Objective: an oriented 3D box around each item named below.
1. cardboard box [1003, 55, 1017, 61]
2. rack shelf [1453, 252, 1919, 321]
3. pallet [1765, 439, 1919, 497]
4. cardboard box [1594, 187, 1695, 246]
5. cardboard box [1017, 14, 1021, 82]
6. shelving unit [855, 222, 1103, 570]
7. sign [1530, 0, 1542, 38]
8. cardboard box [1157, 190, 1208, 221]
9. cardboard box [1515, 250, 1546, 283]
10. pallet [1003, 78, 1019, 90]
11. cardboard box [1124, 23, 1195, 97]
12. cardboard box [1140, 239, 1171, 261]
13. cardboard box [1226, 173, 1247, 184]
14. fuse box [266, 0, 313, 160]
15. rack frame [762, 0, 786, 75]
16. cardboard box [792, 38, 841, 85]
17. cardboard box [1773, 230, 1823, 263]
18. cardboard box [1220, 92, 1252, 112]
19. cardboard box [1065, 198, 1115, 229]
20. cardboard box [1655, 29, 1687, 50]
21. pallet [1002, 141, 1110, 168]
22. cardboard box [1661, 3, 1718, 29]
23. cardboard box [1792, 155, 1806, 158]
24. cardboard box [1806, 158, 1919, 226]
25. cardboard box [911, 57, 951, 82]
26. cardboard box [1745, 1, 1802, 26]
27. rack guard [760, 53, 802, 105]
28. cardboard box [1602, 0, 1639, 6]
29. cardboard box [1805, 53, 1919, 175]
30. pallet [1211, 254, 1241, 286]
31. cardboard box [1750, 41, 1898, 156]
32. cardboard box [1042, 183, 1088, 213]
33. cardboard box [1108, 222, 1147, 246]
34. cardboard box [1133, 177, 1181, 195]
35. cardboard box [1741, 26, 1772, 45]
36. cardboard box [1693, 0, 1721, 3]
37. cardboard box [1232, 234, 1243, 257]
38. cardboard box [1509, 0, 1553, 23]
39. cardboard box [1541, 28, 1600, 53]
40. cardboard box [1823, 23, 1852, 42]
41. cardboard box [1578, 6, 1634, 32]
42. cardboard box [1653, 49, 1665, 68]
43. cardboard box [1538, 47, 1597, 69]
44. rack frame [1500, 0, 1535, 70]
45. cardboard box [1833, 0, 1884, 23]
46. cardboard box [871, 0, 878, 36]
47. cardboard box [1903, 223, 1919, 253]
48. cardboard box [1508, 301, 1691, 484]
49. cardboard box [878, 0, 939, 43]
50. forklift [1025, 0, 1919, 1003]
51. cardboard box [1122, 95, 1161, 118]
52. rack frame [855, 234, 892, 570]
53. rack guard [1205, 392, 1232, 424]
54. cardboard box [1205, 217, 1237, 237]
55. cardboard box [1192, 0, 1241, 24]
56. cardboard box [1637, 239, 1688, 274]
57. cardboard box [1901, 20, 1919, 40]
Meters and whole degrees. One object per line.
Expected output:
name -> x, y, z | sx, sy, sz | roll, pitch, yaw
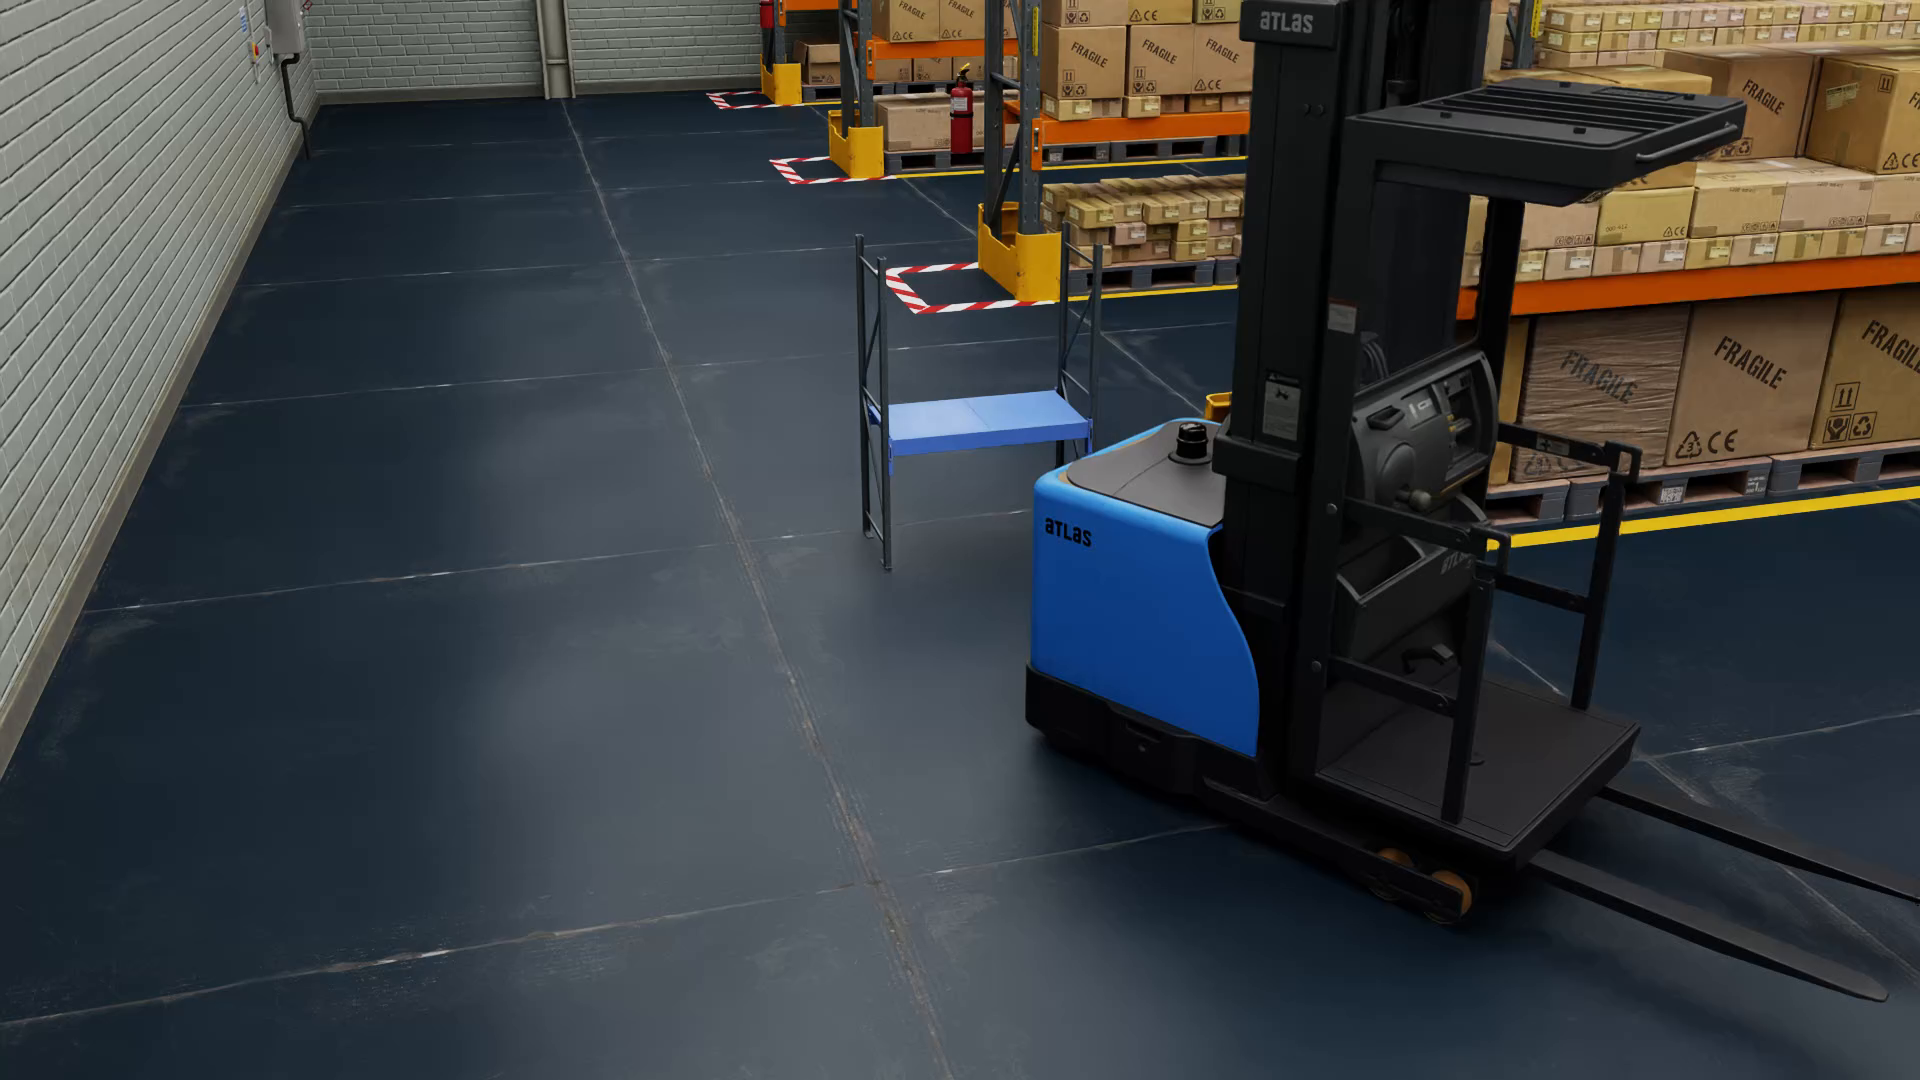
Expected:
cardboard box -> 0.753, -6.530, 22.543 | 0.500, 0.311, 0.500 | -5, 24, -12
rack shelf -> 3.548, -1.364, 8.536 | 4.000, 0.370, 1.077 | -6, 24, -14
pallet -> 4.721, -0.574, 9.321 | 1.213, 0.211, 1.003 | -6, 24, -14
cardboard box -> 3.141, -1.607, 8.005 | 0.500, 0.250, 0.500 | -7, 24, -16
cardboard box -> 0.743, -3.703, 12.572 | 0.500, 0.500, 0.500 | -6, 24, -13
shelving unit -> 0.082, -0.698, 7.975 | 1.048, 1.500, 0.538 | -6, 24, -14
sign -> 4.385, -3.994, 12.655 | 0.005, 0.325, 0.100 | -6, 24, -14
cardboard box -> 1.703, -2.569, 12.762 | 0.250, 0.149, 0.380 | -8, 24, -17
cardboard box -> 2.547, -1.333, 7.872 | 0.250, 0.149, 0.380 | -7, 24, -16
pallet -> 0.791, -6.199, 22.430 | 1.213, 0.211, 1.003 | -6, 24, -14
cardboard box -> 1.396, -3.567, 12.255 | 0.500, 0.500, 0.500 | -6, 24, -14
cardboard box -> 1.438, -2.280, 12.843 | 0.250, 0.149, 0.380 | -6, 24, -14
cardboard box -> 2.332, -2.842, 13.399 | 0.250, 0.149, 0.380 | -6, 24, -14
fuse box -> -6.904, -4.855, 17.395 | 0.414, 1.711, 0.539 | -6, 24, -14
rack frame -> -2.399, -7.128, 21.057 | 0.127, 3.000, 1.000 | -6, 24, -14
cardboard box -> -1.784, -6.203, 21.535 | 0.637, 0.503, 0.797 | -7, 24, -16
cardboard box -> 4.032, -1.498, 8.255 | 0.250, 0.149, 0.380 | -7, 24, -15
cardboard box -> 2.014, -3.335, 12.538 | 0.250, 0.149, 0.380 | -7, 24, -15
cardboard box -> 0.976, -2.458, 12.503 | 0.250, 0.149, 0.380 | -7, 24, -17
cardboard box -> 5.483, -3.966, 13.099 | 0.250, 0.149, 0.380 | -7, 24, -17
pallet -> 0.867, -4.205, 17.783 | 1.213, 0.211, 1.003 | -6, 24, -14
cardboard box -> 5.737, -4.131, 13.104 | 0.250, 0.149, 0.380 | -7, 24, -15
cardboard box -> 4.471, -1.973, 8.858 | 0.500, 0.250, 0.500 | -6, 24, -15
cardboard box -> 4.622, -1.772, 8.389 | 0.500, 0.250, 0.500 | -6, 24, -13
cardboard box -> -0.415, -6.296, 21.756 | 0.500, 0.500, 0.500 | -6, 24, -13
cardboard box -> 6.489, -4.215, 13.300 | 0.250, 0.149, 0.380 | -5, 24, -12
rack guard -> -2.325, -5.987, 21.569 | 0.348, 0.500, 1.175 | -6, 24, -14
cardboard box -> 5.326, -4.353, 13.621 | 0.250, 0.149, 0.380 | -6, 24, -15
cardboard box -> 4.620, -2.117, 8.242 | 0.500, 0.500, 0.500 | -6, 24, -14
pallet -> 2.418, -2.303, 13.350 | 1.213, 0.211, 1.003 | -6, 24, -14
cardboard box -> 4.468, -2.316, 8.706 | 0.500, 0.500, 0.500 | -6, 24, -14
cardboard box -> 0.821, -2.684, 13.029 | 0.250, 0.149, 0.380 | -6, 24, -14
cardboard box -> 1.233, -2.361, 12.653 | 0.250, 0.149, 0.380 | -6, 24, -15
cardboard box -> 1.560, -2.768, 13.225 | 0.250, 0.149, 0.380 | -7, 24, -16
cardboard box -> 6.240, -4.050, 13.293 | 0.250, 0.149, 0.380 | -7, 24, -15
cardboard box -> 6.079, -4.437, 13.817 | 0.250, 0.149, 0.380 | -7, 24, -15
cardboard box -> 2.197, -2.323, 12.942 | 0.250, 0.149, 0.380 | -8, 24, -17
cardboard box -> 4.565, -4.269, 13.426 | 0.250, 0.149, 0.380 | -5, 24, -12
cardboard box -> 4.735, -3.883, 12.903 | 0.250, 0.149, 0.380 | -6, 24, -14
cardboard box -> 6.980, -4.131, 13.483 | 0.250, 0.149, 0.380 | -6, 24, -14
cardboard box -> 5.002, -4.051, 12.919 | 0.250, 0.149, 0.380 | -6, 24, -13
cardboard box -> 5.484, -3.829, 13.156 | 0.250, 0.149, 0.380 | -6, 24, -14
cardboard box -> 4.735, -3.746, 12.962 | 0.250, 0.149, 0.380 | -7, 24, -17
rack frame -> 4.232, -3.801, 13.304 | 0.127, 3.000, 1.000 | -6, 24, -14
cardboard box -> 7.240, -4.298, 13.494 | 0.250, 0.149, 0.380 | -6, 24, -13
cardboard box -> -0.661, -5.441, 17.000 | 0.500, 0.500, 0.500 | -6, 24, -14
cardboard box -> 4.774, -1.580, 8.447 | 0.250, 0.149, 0.380 | -7, 24, -15
cardboard box -> 3.093, -0.893, 8.689 | 0.875, 0.875, 0.875 | -6, 24, -14
cardboard box -> -0.515, -5.232, 16.512 | 0.500, 0.500, 0.500 | -7, 24, -15
forklift -> 1.688, -0.343, 5.332 | 3.031, 2.935, 1.130 | 19, 30, 38
cardboard box -> 1.288, -3.221, 12.271 | 0.250, 0.149, 0.380 | -7, 24, -16
rack frame -> -0.407, -0.644, 7.849 | 0.032, 1.500, 0.500 | -6, 24, -14
rack guard -> 1.600, -0.330, 8.385 | 0.348, 0.500, 1.175 | -6, 24, -14
cardboard box -> 1.951, -2.471, 12.910 | 0.250, 0.149, 0.380 | -7, 24, -17
cardboard box -> 1.875, -4.067, 12.153 | 0.500, 0.500, 0.500 | -7, 24, -16
cardboard box -> 3.291, -1.416, 8.065 | 0.250, 0.149, 0.380 | -7, 24, -15
cardboard box -> 7.730, -4.216, 13.680 | 0.250, 0.149, 0.380 | -6, 24, -13
